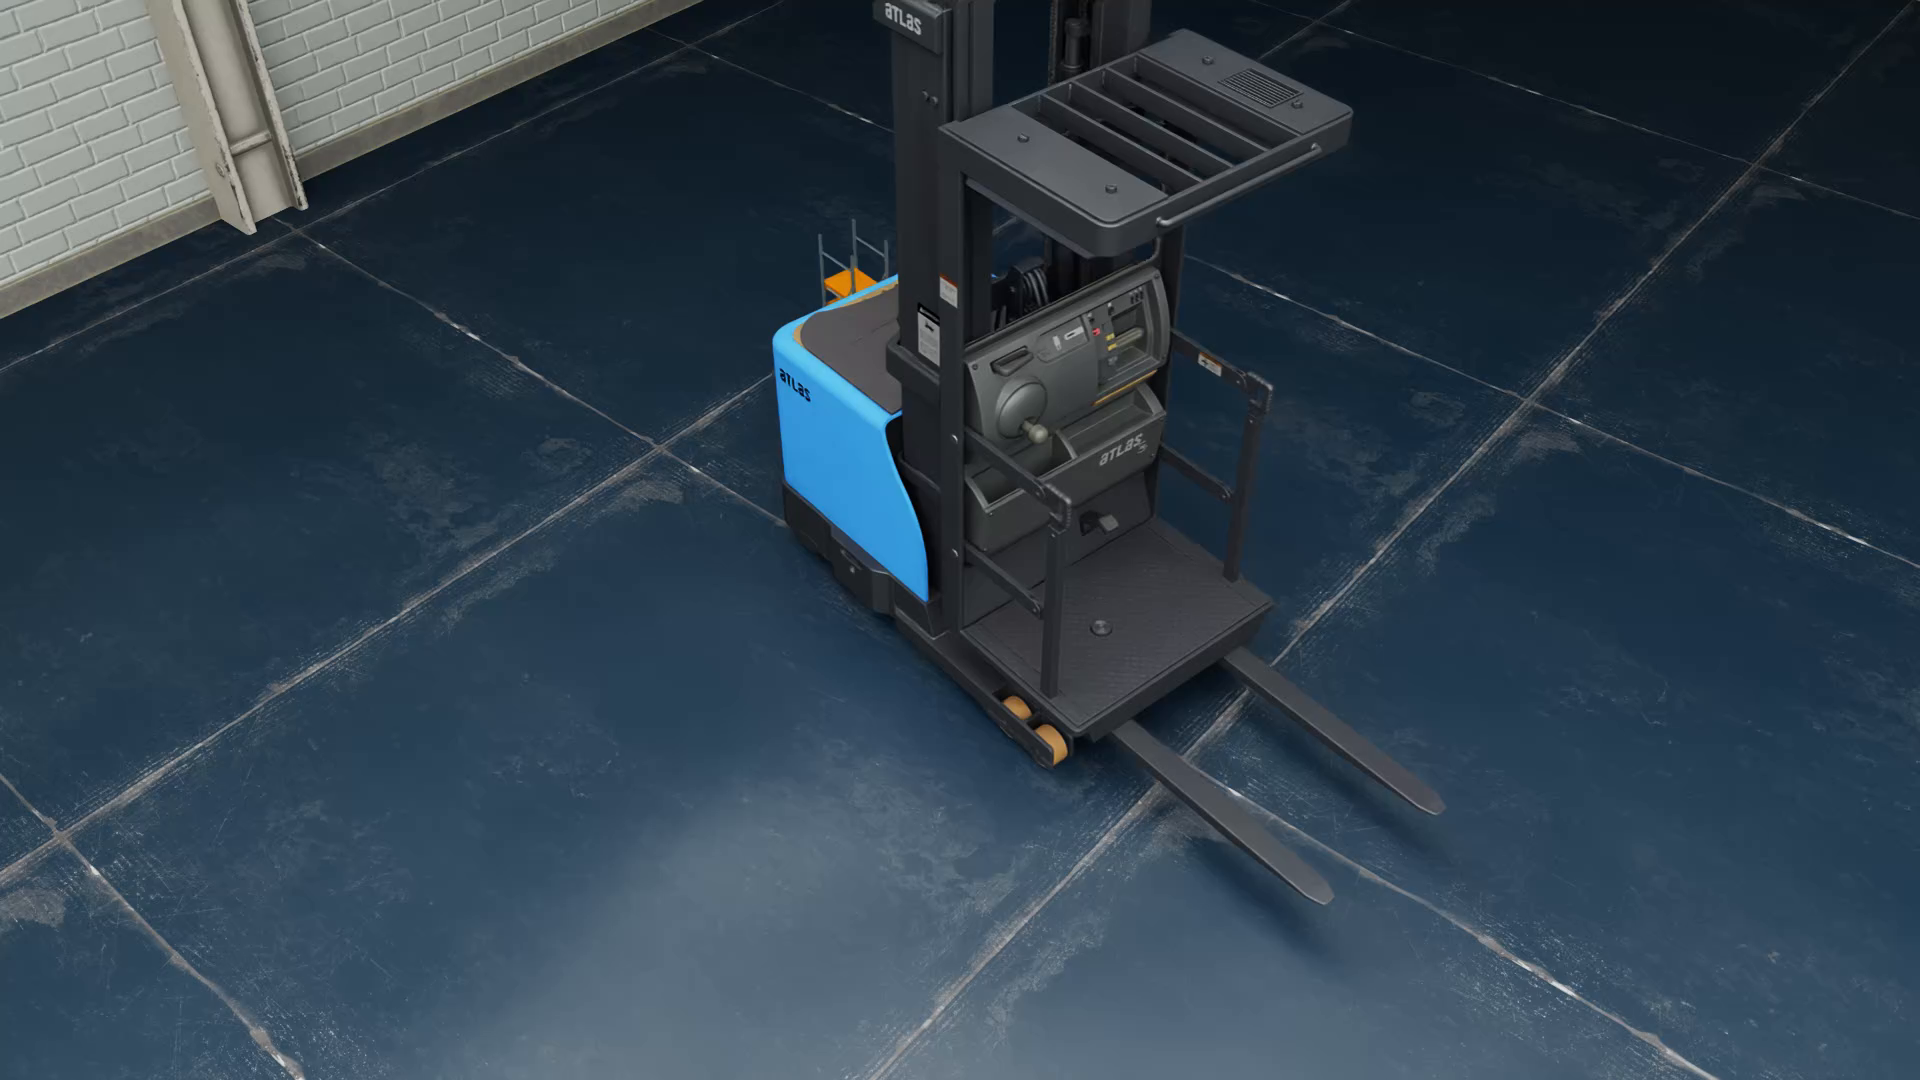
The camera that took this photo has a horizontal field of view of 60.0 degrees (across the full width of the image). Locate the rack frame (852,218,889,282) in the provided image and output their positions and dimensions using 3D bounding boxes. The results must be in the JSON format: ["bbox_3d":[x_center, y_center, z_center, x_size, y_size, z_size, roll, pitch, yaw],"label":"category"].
[{"bbox_3d":[-0.387,-0.882,7.510,0.006,1.200,0.240,-30,50,-29],"label":"rack frame"}]

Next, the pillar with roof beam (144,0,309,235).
[{"bbox_3d":[-0.678,-3.340,4.417,9.100,9.000,0.400,29,50,28],"label":"pillar with roof beam"}]

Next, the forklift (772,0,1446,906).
[{"bbox_3d":[0.543,-0.589,5.901,1.130,2.935,3.031,-29,50,-28],"label":"forklift"}]

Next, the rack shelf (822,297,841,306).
[{"bbox_3d":[-0.456,-0.986,7.334,0.180,0.103,0.258,-30,50,-29],"label":"rack shelf"}]

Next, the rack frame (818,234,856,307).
[{"bbox_3d":[-0.525,-0.801,7.421,0.006,1.200,0.240,-30,50,-29],"label":"rack frame"}]

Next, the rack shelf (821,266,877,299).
[{"bbox_3d":[-0.456,-1.075,7.253,0.180,0.103,0.258,-30,50,-29],"label":"rack shelf"}]

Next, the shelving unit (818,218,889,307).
[{"bbox_3d":[-0.456,-0.841,7.466,0.189,1.200,0.258,-30,50,-29],"label":"shelving unit"}]
